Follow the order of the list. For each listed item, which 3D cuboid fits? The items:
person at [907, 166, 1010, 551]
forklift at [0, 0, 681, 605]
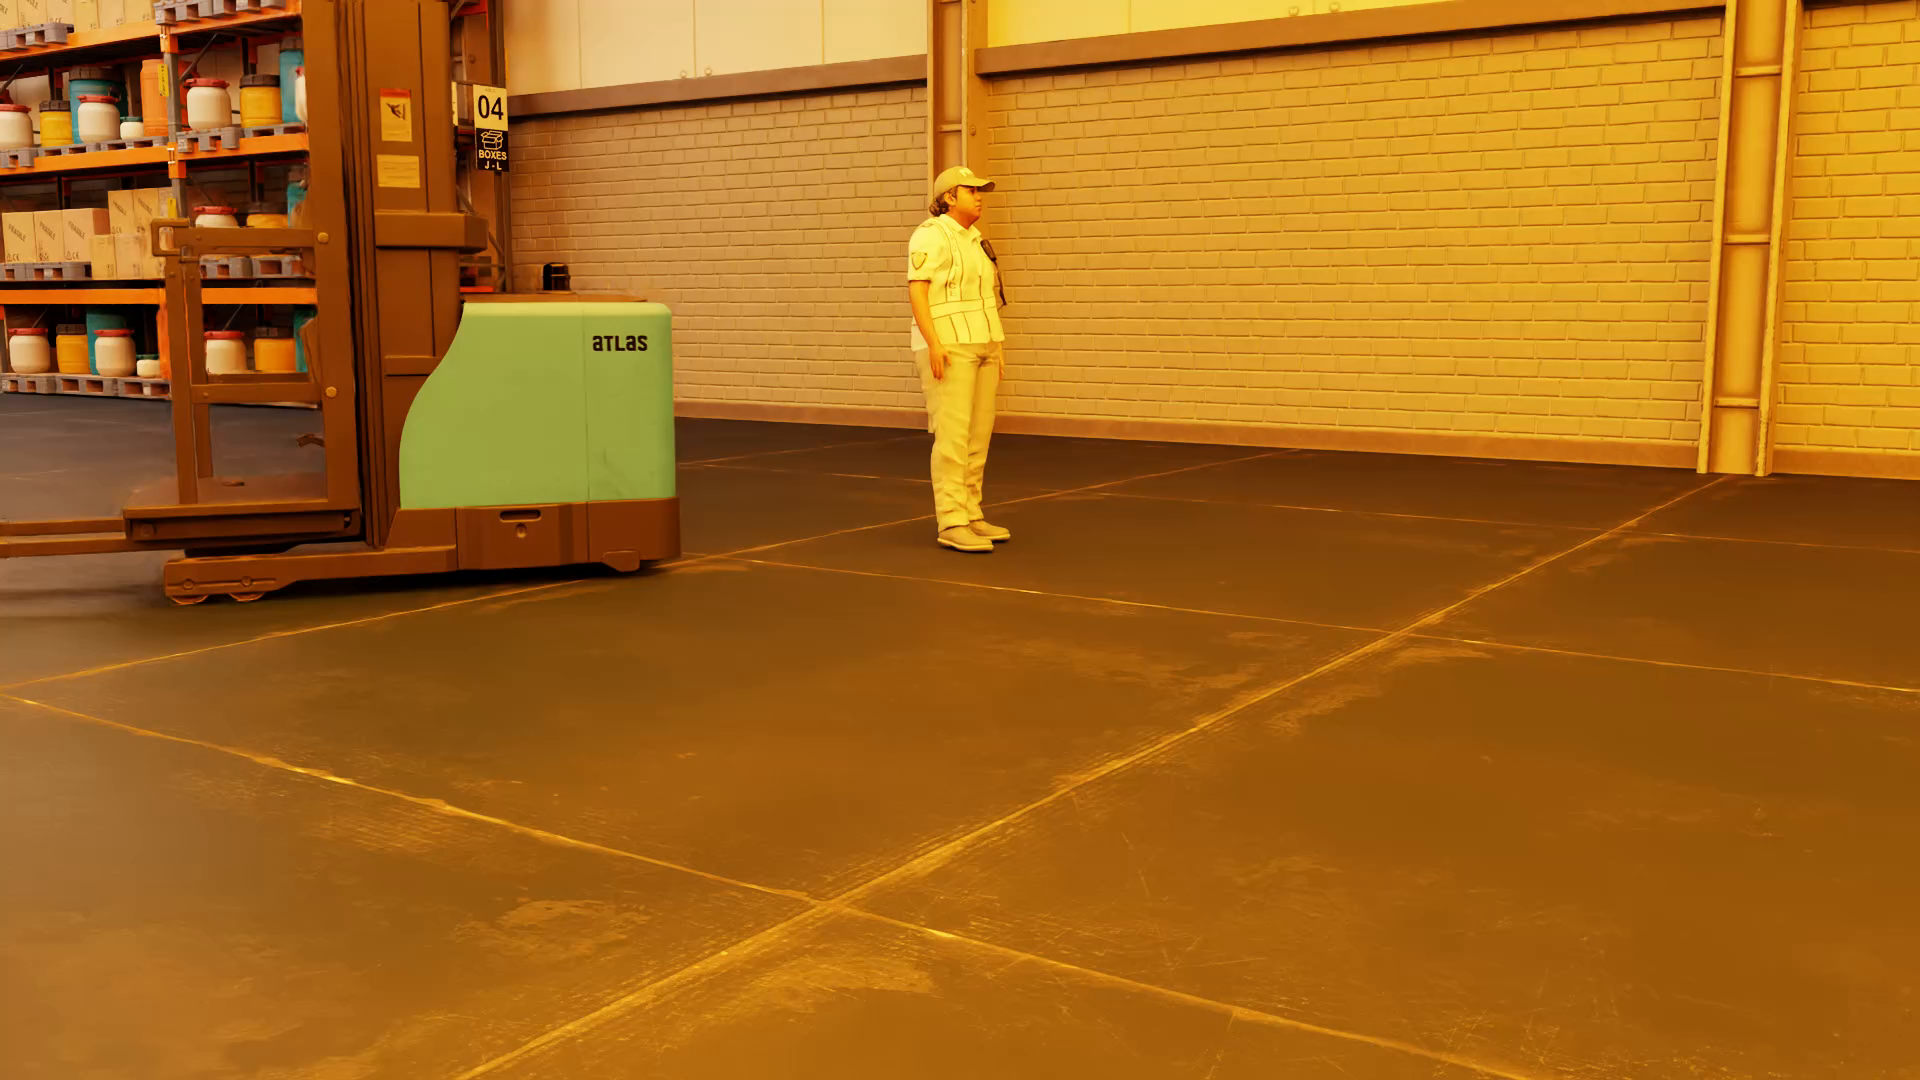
[{"bbox_3d":[0.051,-0.823,7.424,0.529,1.670,0.598,5,10,34],"label":"person"},{"bbox_3d":[-2.689,-1.301,6.344,3.031,2.935,1.130,-3,9,-21],"label":"forklift"}]
